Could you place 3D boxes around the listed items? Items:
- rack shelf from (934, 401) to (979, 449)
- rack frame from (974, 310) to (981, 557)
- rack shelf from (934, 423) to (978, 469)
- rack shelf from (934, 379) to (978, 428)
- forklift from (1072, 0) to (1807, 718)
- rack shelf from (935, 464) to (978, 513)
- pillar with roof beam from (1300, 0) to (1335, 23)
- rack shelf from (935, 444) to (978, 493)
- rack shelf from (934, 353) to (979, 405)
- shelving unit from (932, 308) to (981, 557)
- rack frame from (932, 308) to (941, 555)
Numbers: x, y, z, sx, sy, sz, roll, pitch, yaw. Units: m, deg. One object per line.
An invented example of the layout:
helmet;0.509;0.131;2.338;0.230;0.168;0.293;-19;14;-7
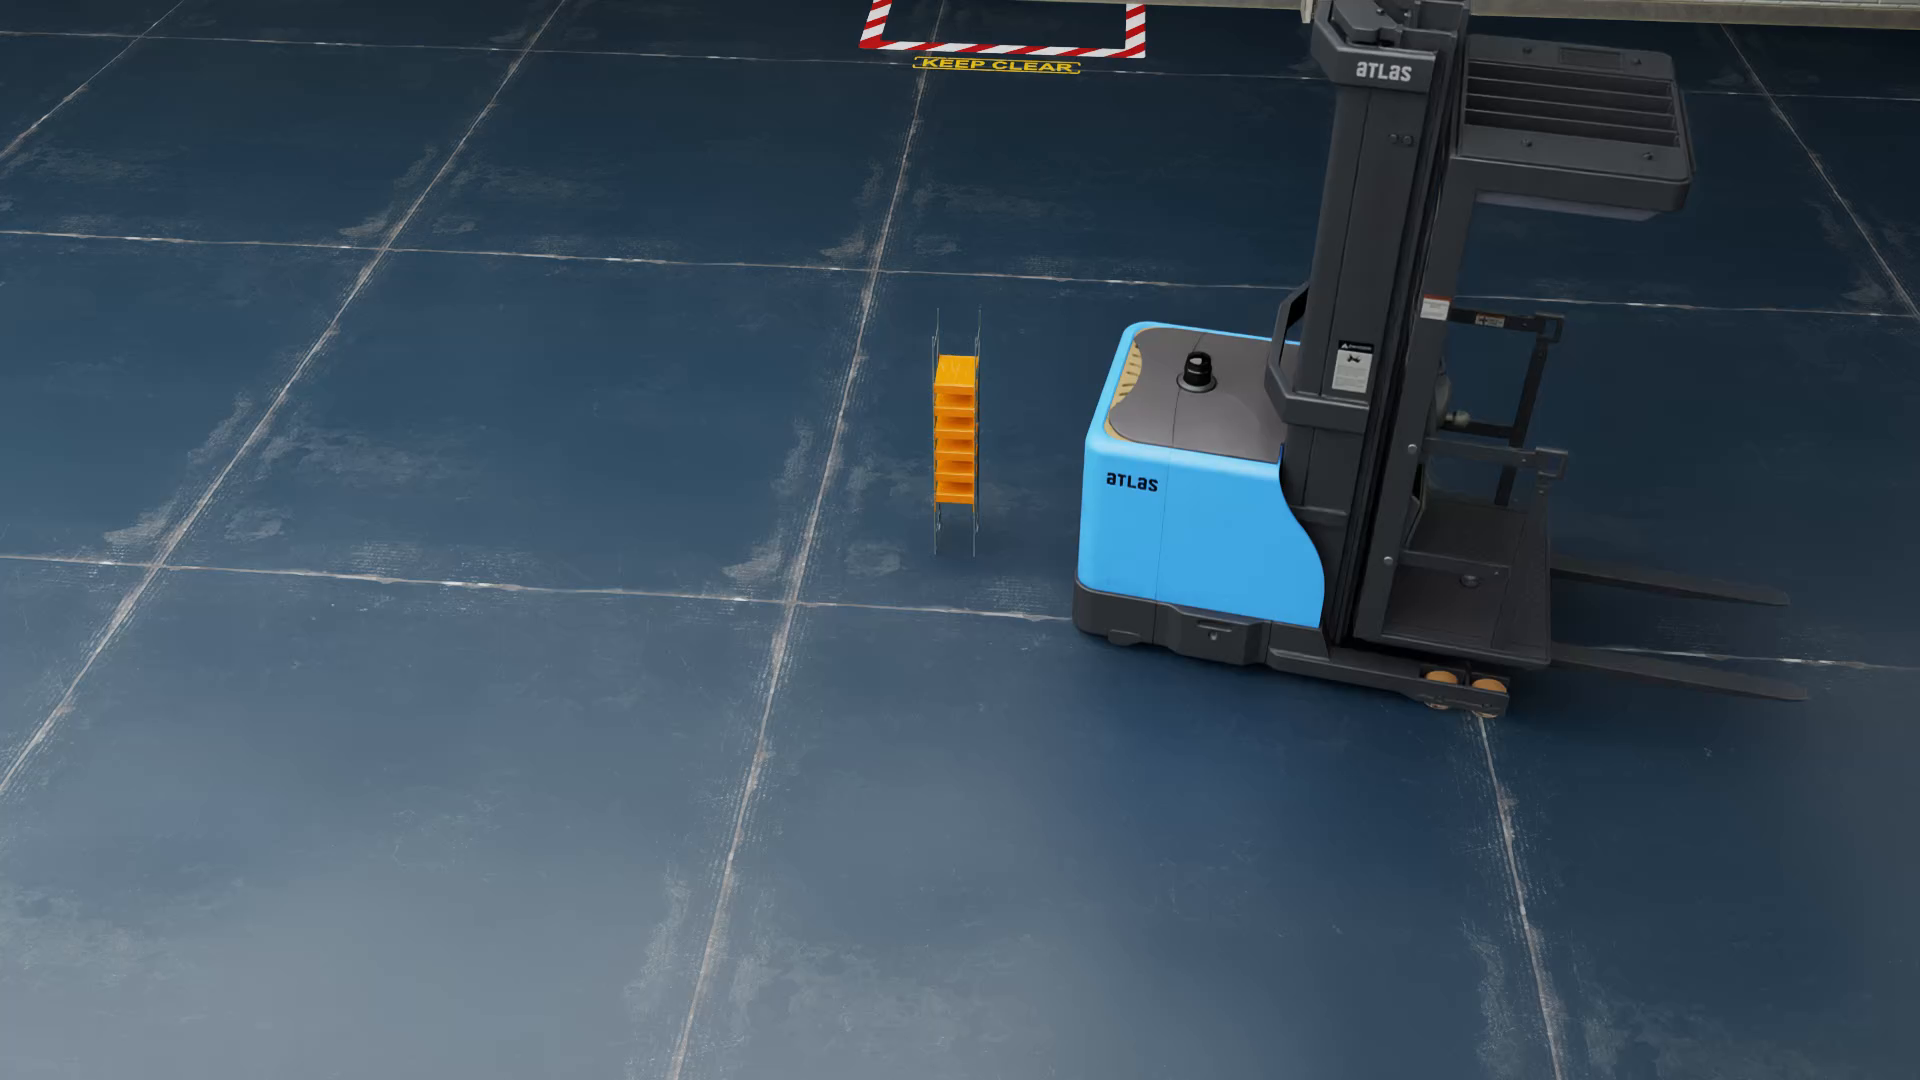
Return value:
rack shelf;-0.014;-0.525;7.495;0.180;0.103;0.258;3;39;4
rack frame;0.077;-0.461;7.537;0.006;1.200;0.240;3;39;4
rack shelf;-0.014;-0.432;7.571;0.180;0.103;0.258;3;39;4
rack shelf;-0.014;-0.618;7.419;0.180;0.103;0.258;3;39;4
forklift;2.073;-0.763;6.536;3.031;2.935;1.130;10;40;12
rack shelf;-0.014;-0.246;7.722;0.180;0.103;0.258;3;39;4
pillar with roof beam;2.482;-4.853;6.754;0.400;9.000;9.100;3;39;4
rack shelf;-0.014;-0.339;7.646;0.180;0.103;0.258;3;39;4
rack shelf;-0.014;-0.711;7.343;0.180;0.103;0.258;3;39;4
shelving unit;-0.014;-0.466;7.543;0.189;1.200;0.258;3;39;4
rack frame;-0.106;-0.471;7.549;0.006;1.200;0.240;3;39;4
